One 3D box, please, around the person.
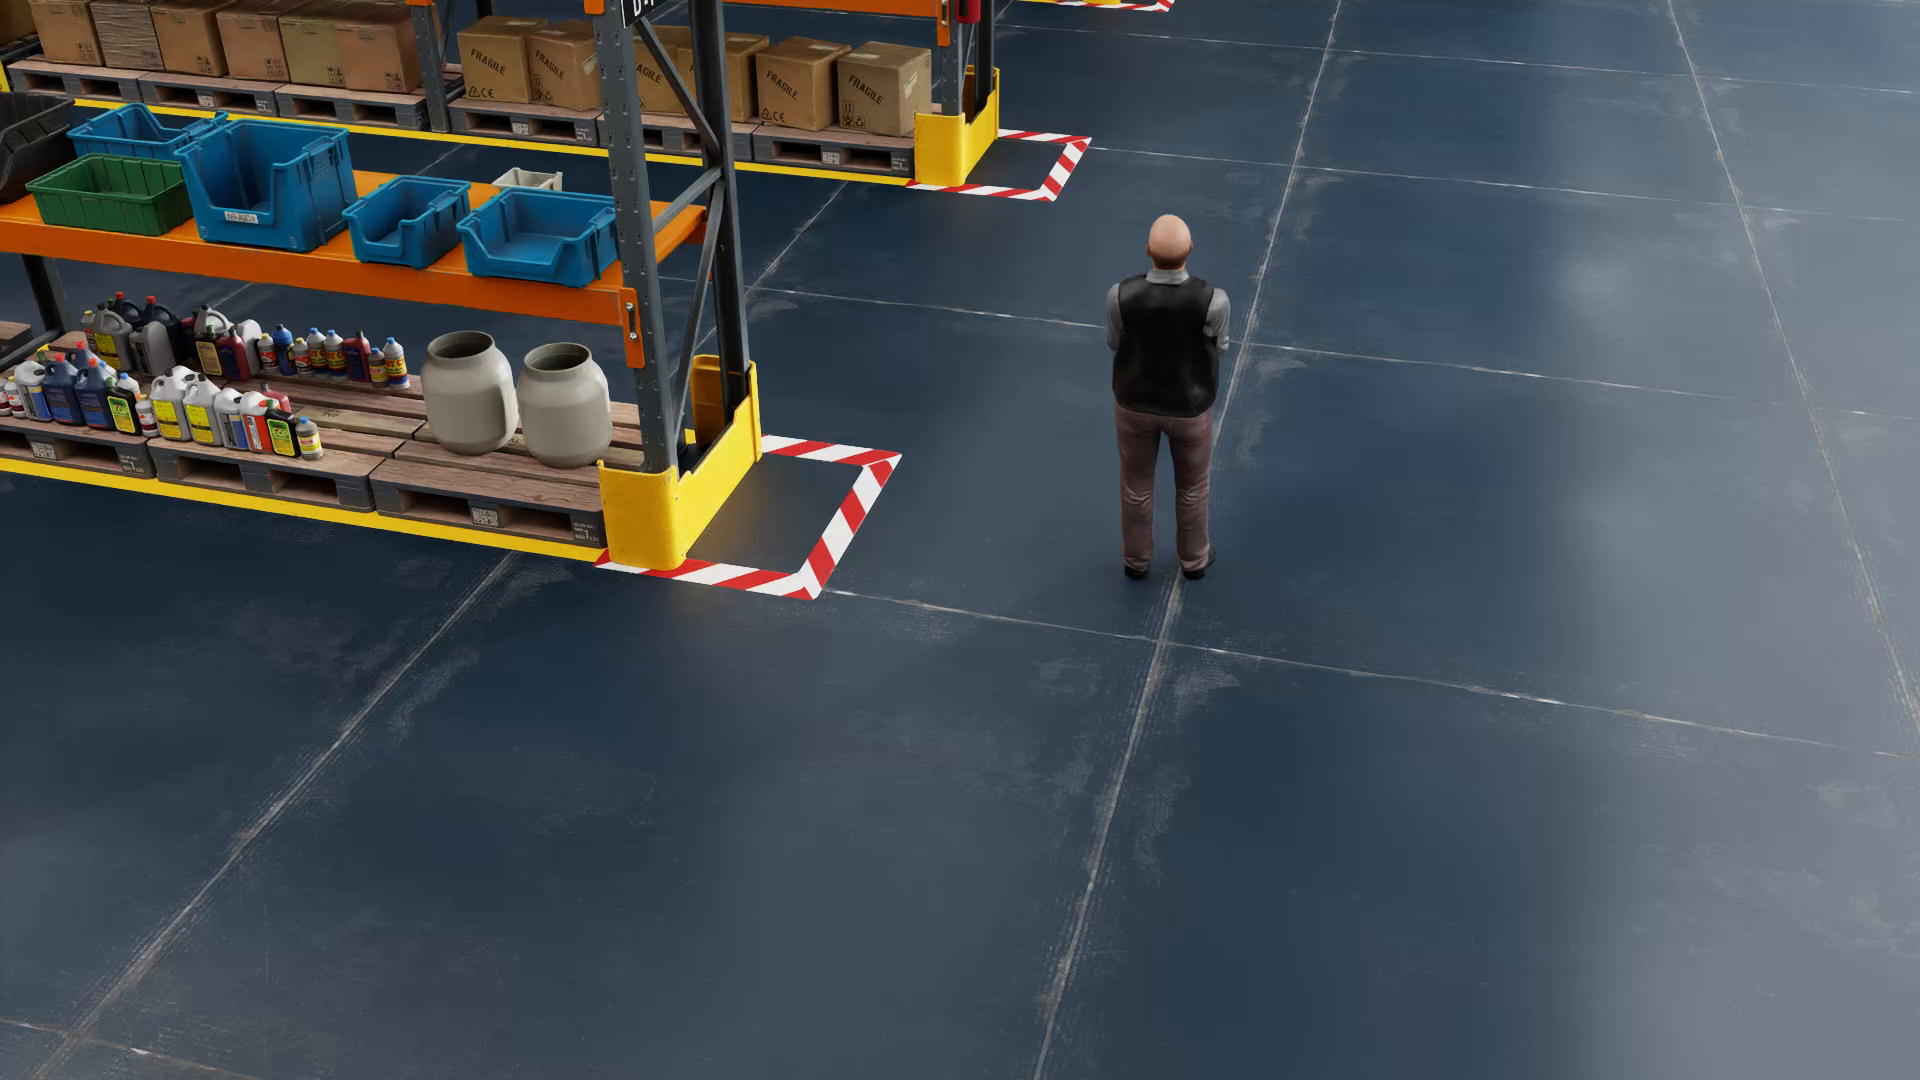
[{"bbox_3d":[0.880,-0.603,7.099,0.544,1.726,0.504,7,33,11],"label":"person"}]
